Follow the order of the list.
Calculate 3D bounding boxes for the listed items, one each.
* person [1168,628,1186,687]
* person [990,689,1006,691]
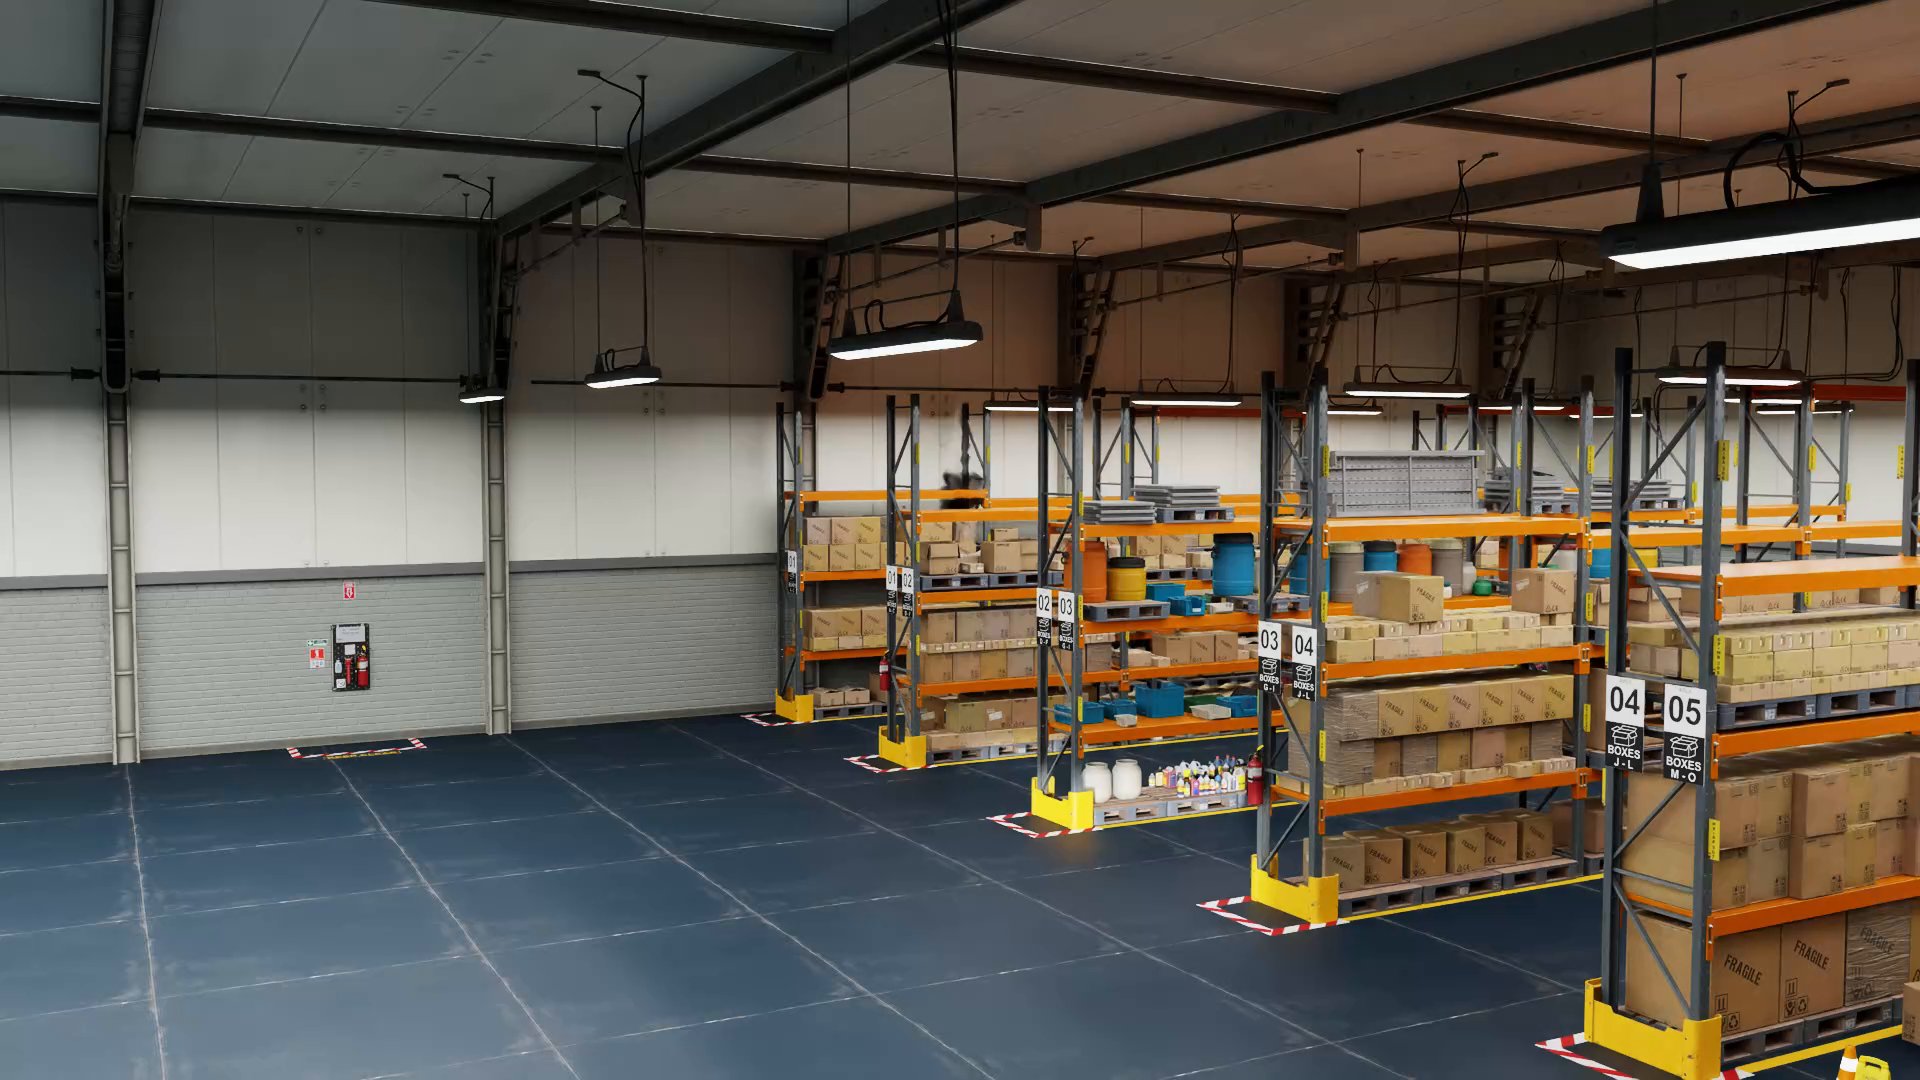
[{"bbox_3d":[4.197,2.345,32.400,0.654,1.604,0.514,-2,4,-32],"label":"person"},{"bbox_3d":[0.687,2.331,30.516,0.672,1.677,0.643,-2,4,-35],"label":"person"}]
